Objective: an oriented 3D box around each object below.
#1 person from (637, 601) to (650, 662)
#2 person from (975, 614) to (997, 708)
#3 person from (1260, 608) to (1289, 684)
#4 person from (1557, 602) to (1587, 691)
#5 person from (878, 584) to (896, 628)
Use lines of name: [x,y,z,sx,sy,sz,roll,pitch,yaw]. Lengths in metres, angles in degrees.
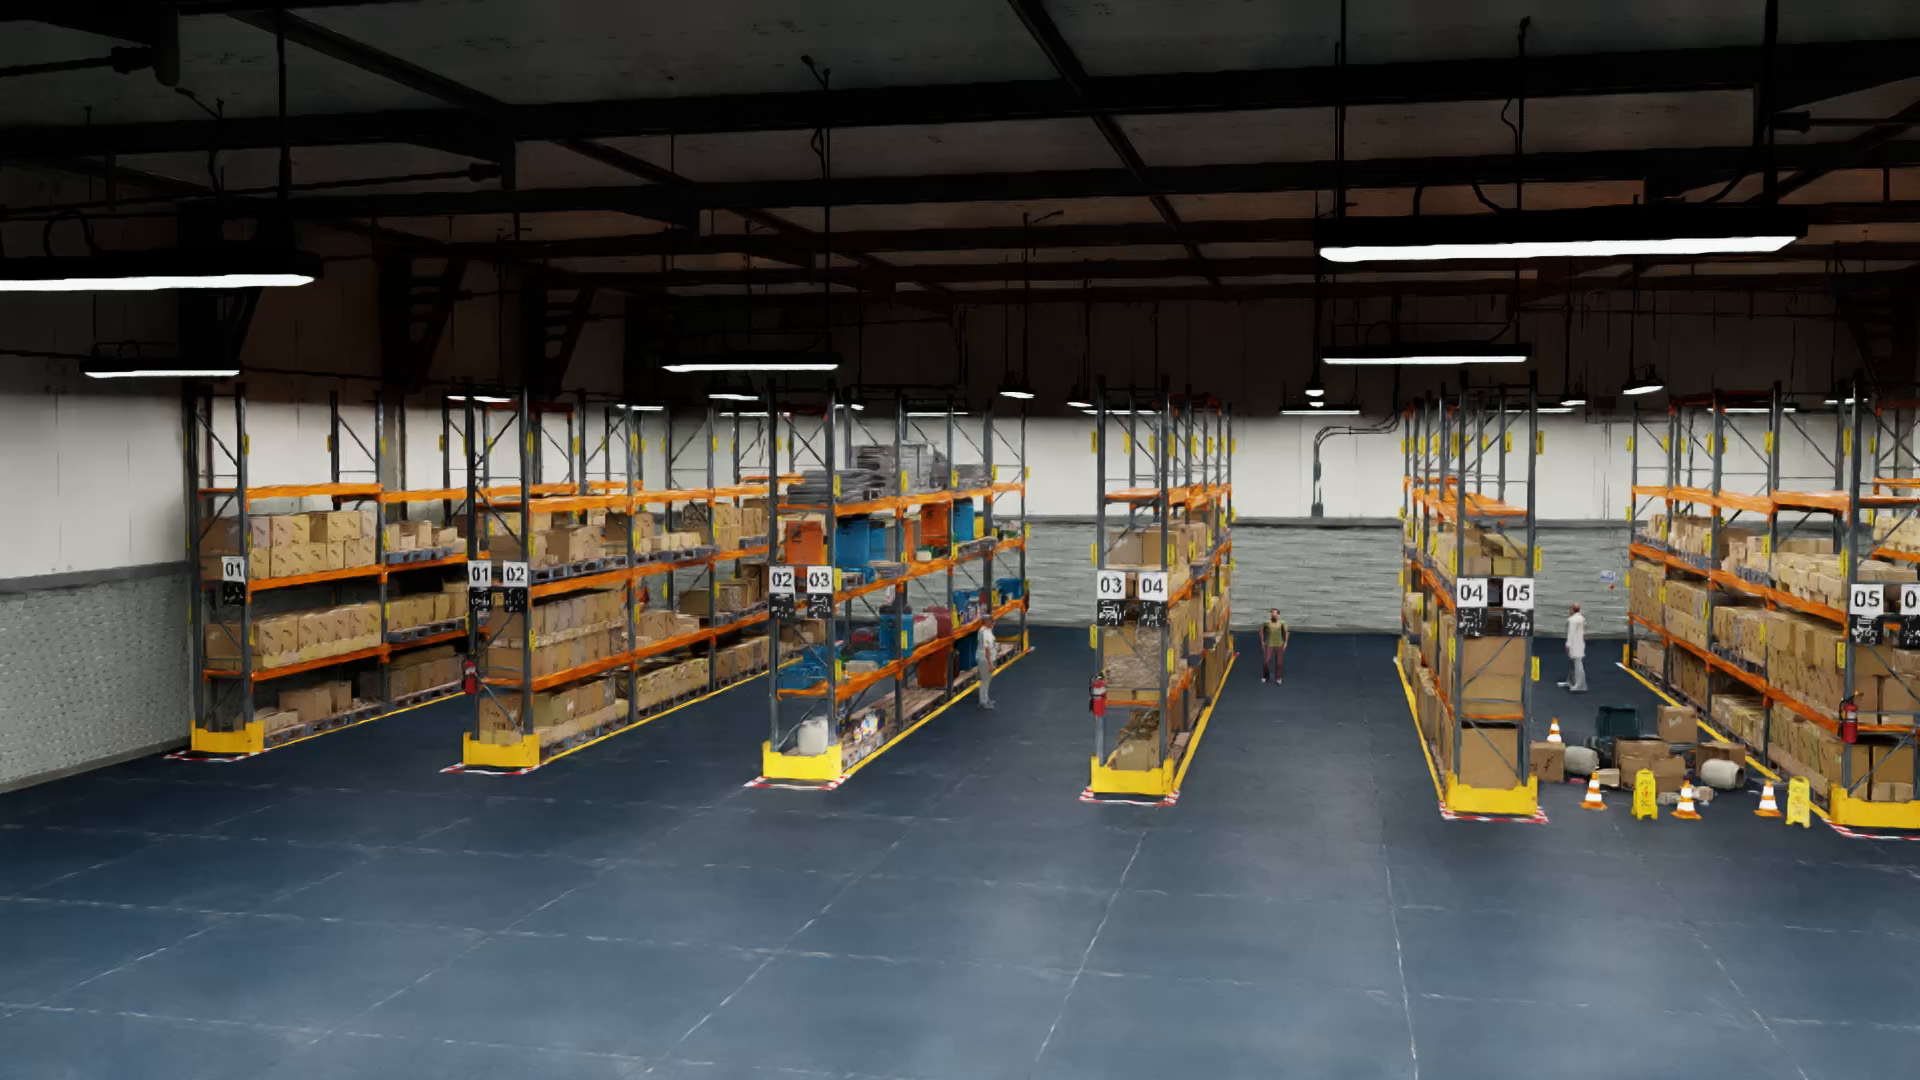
person: [-6.817,2.131,35.631,0.543,1.648,1.115,1,3,15]
person: [0.516,2.289,31.723,0.434,1.766,0.634,-1,3,-10]
person: [6.573,2.209,34.819,0.598,1.619,0.507,1,3,10]
person: [12.517,2.155,33.950,0.643,1.773,0.673,2,4,34]
person: [-1.908,1.649,44.862,0.596,1.591,0.427,-2,4,-36]
